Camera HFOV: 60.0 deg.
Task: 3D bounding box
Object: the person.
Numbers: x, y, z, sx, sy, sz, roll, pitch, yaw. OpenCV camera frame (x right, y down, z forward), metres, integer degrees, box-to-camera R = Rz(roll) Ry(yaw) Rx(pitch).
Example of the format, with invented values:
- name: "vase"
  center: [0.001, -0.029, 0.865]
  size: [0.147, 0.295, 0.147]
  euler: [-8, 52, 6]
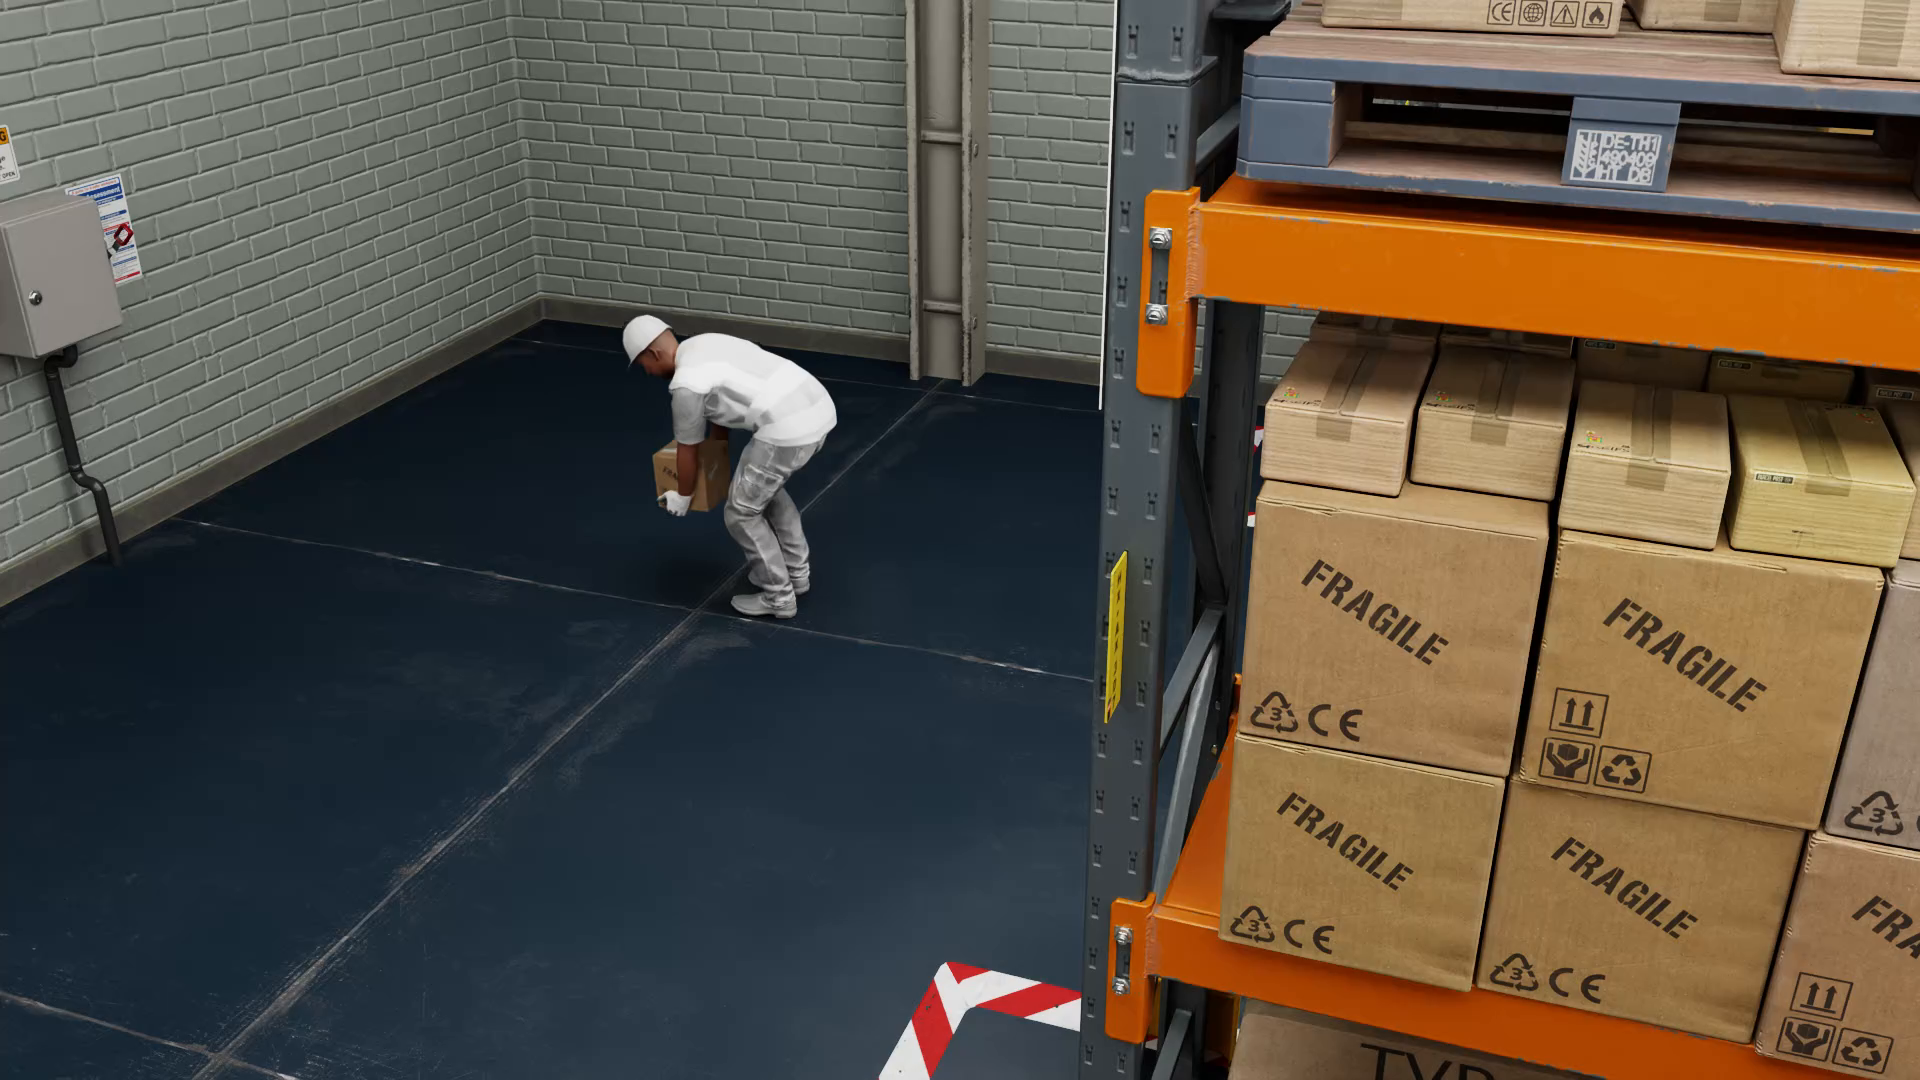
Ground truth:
- name: "person"
  center: [-1.012, -0.365, 7.341]
  size: [0.938, 1.229, 0.500]
  euler: [8, 27, 16]
